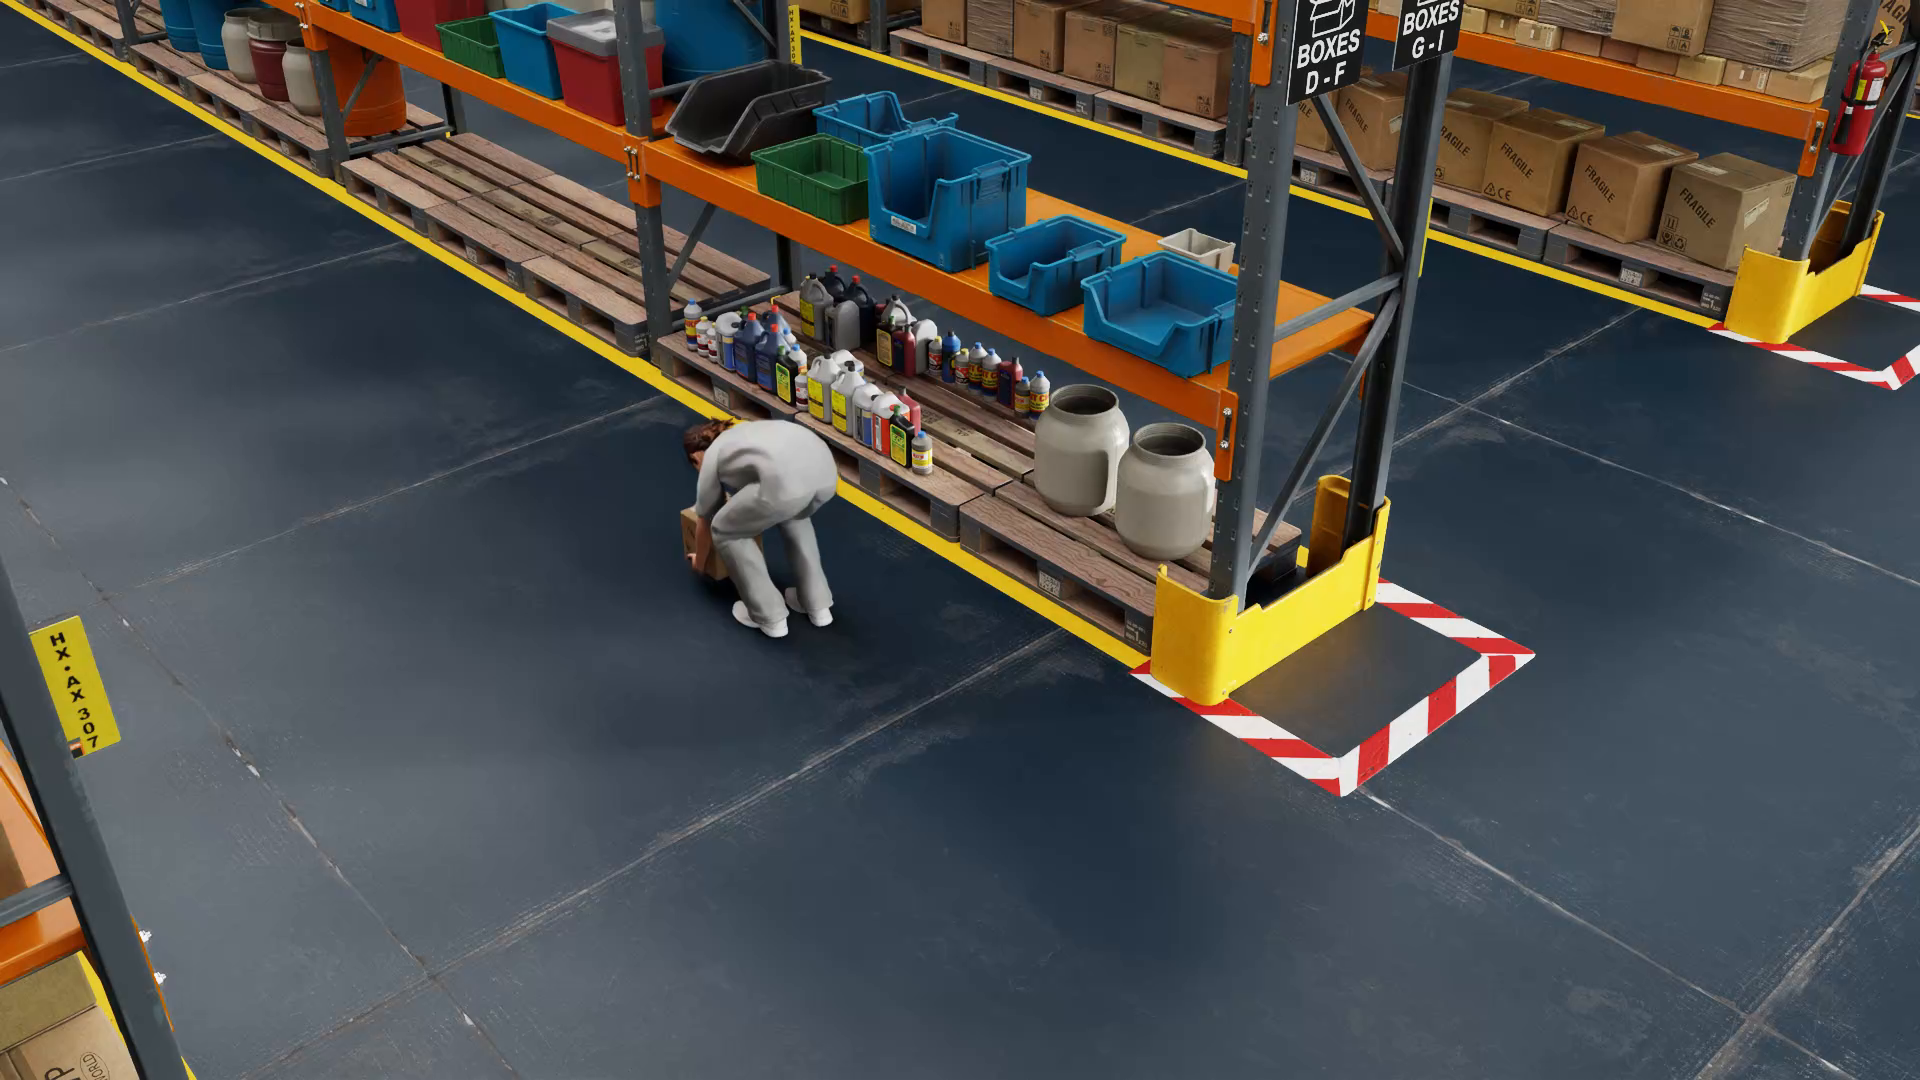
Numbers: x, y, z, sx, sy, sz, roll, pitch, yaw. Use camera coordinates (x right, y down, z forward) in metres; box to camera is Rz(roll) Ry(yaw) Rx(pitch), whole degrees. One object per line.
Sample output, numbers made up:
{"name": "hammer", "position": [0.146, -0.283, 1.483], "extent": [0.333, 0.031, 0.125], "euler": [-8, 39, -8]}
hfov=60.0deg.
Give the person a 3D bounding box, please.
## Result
{"name": "person", "position": [-0.862, -0.109, 7.012], "extent": [0.854, 0.935, 0.454], "euler": [27, 41, 36]}
